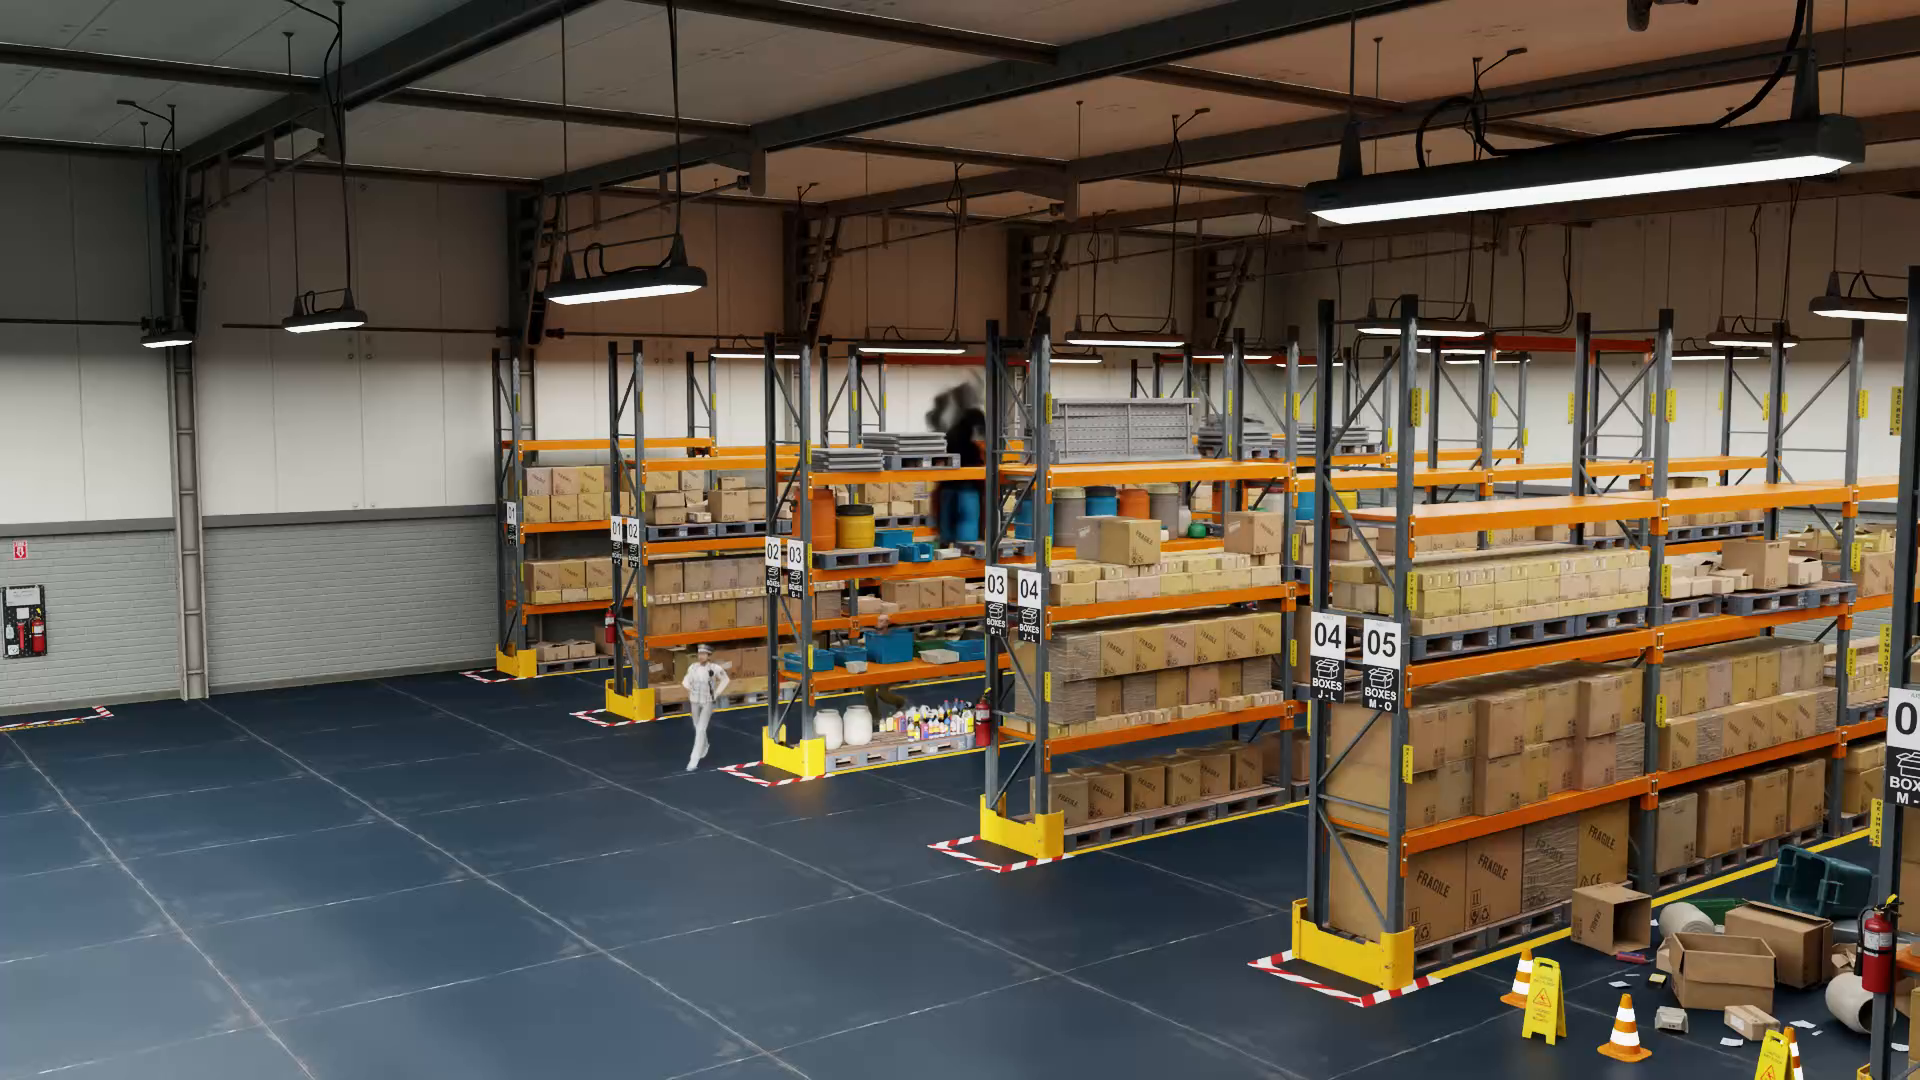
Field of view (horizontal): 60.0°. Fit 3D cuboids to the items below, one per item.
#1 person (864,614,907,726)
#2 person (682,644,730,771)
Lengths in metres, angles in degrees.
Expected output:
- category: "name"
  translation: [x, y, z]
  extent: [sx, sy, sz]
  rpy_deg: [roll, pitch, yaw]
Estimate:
- category: "person"
  translation: [-1.229, 2.021, 25.929]
  extent: [0.715, 1.735, 0.762]
  rpy_deg: [5, 7, 44]
- category: "person"
  translation: [-3.556, 2.290, 23.158]
  extent: [0.621, 1.725, 0.827]
  rpy_deg: [1, 5, 16]
